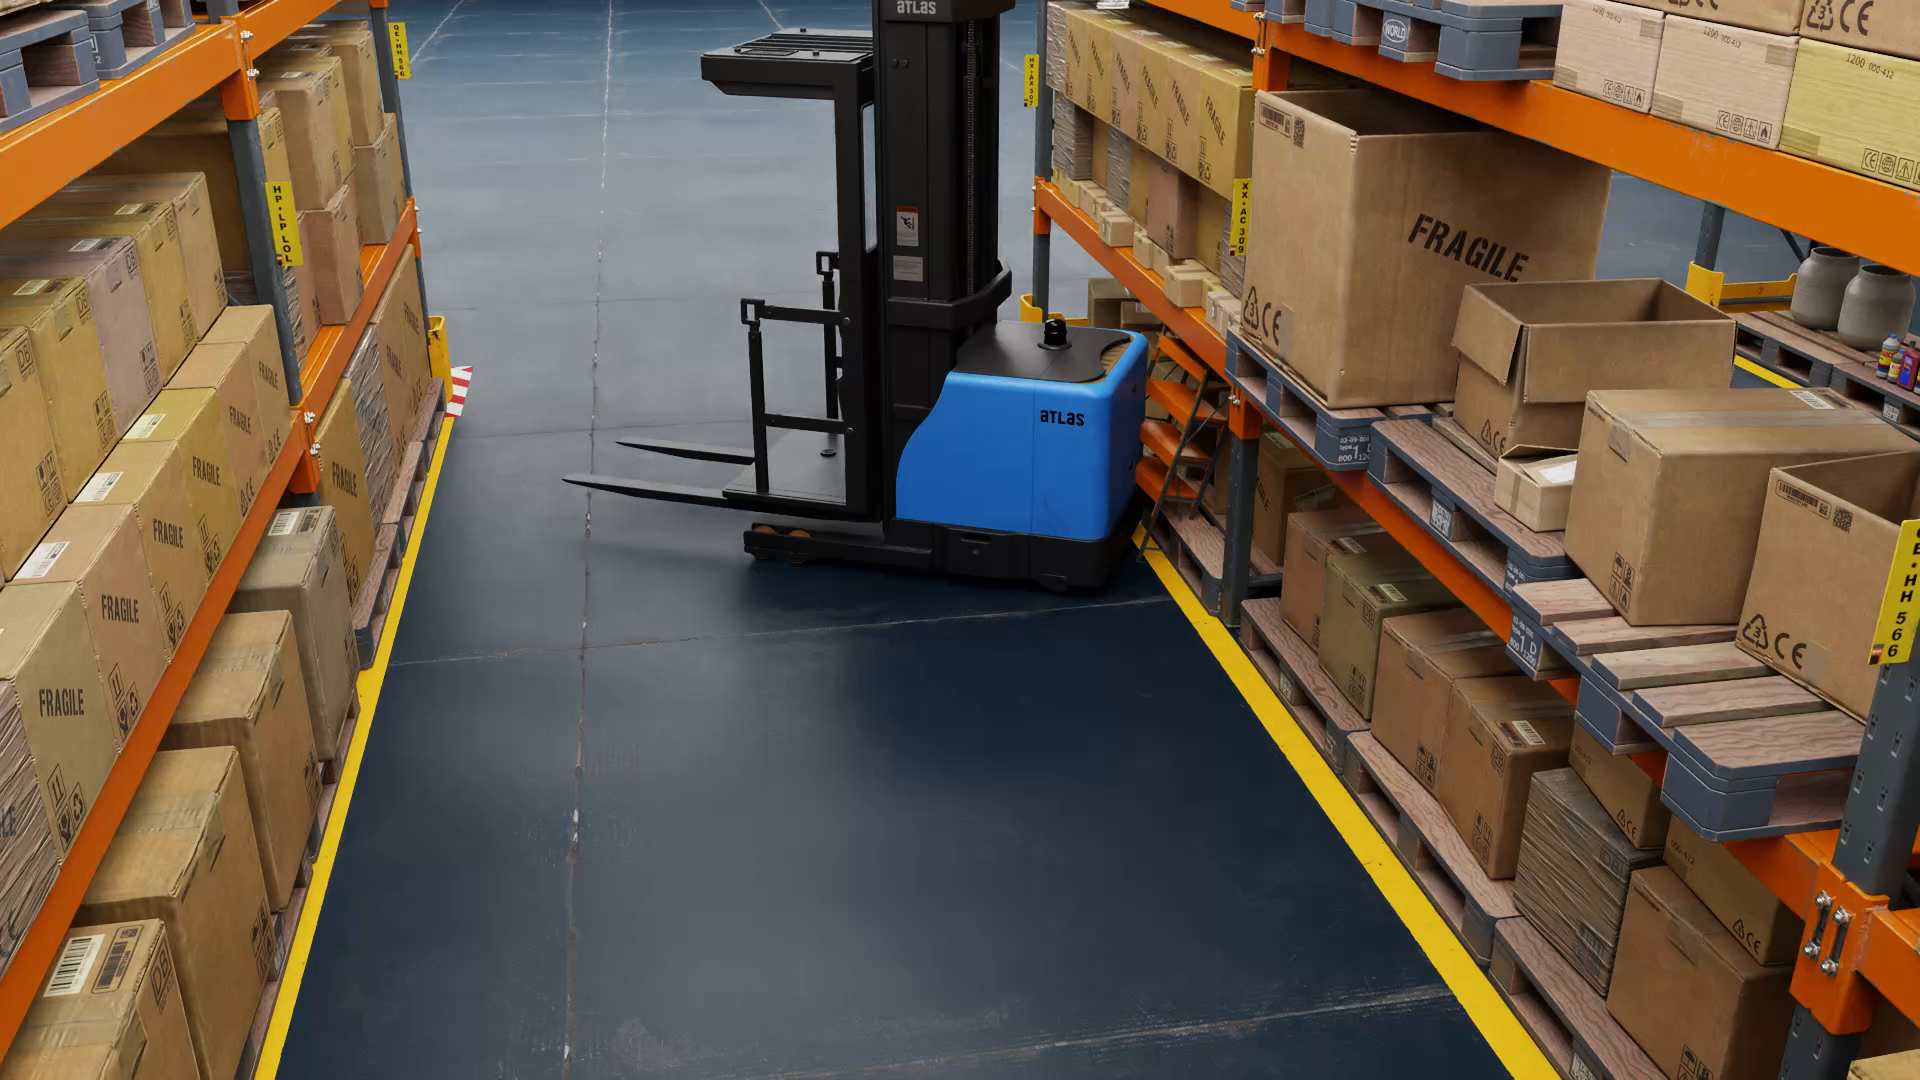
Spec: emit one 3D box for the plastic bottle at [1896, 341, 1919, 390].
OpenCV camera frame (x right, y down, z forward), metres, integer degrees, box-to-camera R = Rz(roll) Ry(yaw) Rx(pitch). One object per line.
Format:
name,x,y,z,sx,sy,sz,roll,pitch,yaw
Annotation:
plastic bottle,5.914,-1.085,10.332,0.061,0.283,0.133,-4,24,-9

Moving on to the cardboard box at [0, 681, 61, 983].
cardboard box,-2.238,0.643,3.405,0.500,0.500,0.500,-4,24,-9

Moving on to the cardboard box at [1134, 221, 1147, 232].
cardboard box,1.170,-1.658,9.112,0.380,0.149,0.250,-4,24,-10

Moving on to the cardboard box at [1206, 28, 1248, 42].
cardboard box,1.610,-2.441,8.844,0.500,0.500,0.500,-4,24,-10

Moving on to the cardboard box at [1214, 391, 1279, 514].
cardboard box,1.585,-0.447,8.625,0.500,0.500,0.500,3,24,7

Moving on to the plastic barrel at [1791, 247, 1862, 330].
plastic barrel,6.057,-1.754,11.603,0.421,0.512,0.421,0,24,0

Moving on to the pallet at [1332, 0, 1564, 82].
pallet,1.937,-1.645,5.256,1.213,0.211,1.003,-4,24,-10

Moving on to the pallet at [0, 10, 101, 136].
pallet,-2.802,-1.092,3.990,1.003,0.211,1.213,-3,24,-7

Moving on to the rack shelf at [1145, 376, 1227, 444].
rack shelf,1.131,-0.655,8.428,0.258,0.148,0.480,6,26,-27

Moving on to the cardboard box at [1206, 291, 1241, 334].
cardboard box,1.367,-1.062,7.748,0.380,0.149,0.250,-4,24,-10

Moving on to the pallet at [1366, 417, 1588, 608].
pallet,2.066,-0.130,5.539,1.003,0.211,1.213,-4,24,-10

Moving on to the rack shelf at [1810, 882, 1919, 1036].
rack shelf,2.842,1.674,2.067,1.077,0.370,4.000,-4,24,-10

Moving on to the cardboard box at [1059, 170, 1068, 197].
cardboard box,0.839,-2.244,10.454,0.380,0.149,0.250,-4,24,-10

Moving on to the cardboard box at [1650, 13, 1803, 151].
cardboard box,2.038,-1.111,3.985,0.500,0.250,0.500,-4,24,-10

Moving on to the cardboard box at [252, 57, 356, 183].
cardboard box,-3.481,-2.037,8.130,0.875,0.550,0.500,-4,24,-10

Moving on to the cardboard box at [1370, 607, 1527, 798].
cardboard box,1.999,0.581,6.246,0.700,0.500,0.500,-6,24,-14

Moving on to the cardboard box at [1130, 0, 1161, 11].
cardboard box,1.338,-3.031,10.196,0.500,0.500,0.500,-4,24,-10

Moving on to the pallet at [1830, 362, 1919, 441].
pallet,6.288,-0.852,10.437,1.003,0.211,1.213,-4,24,-10

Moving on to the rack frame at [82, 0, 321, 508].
rack frame,-3.160,-0.688,6.577,1.000,3.000,0.127,-4,24,-10

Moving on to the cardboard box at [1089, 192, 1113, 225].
cardboard box,0.976,-1.949,9.778,0.380,0.149,0.250,-4,24,-10

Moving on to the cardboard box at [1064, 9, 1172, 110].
cardboard box,0.912,-2.795,9.657,0.500,0.500,0.500,-4,24,-10

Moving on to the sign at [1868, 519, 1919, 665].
sign,1.941,0.108,3.408,0.100,0.325,0.005,-4,24,-10

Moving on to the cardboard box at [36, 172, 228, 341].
cardboard box,-3.063,-0.997,5.911,0.700,0.500,0.500,-5,24,-11

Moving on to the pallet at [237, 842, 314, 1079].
pallet,-2.715,1.369,5.352,1.003,0.211,1.213,-4,24,-10

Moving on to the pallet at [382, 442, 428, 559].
pallet,-3.453,-0.196,8.935,1.003,0.211,1.213,-4,24,-10

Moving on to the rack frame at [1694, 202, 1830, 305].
rack frame,5.861,-2.955,11.769,1.000,3.000,0.127,-4,24,-10

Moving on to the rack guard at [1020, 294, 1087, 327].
rack guard,1.007,-1.413,11.361,1.175,0.500,0.348,-4,24,-10

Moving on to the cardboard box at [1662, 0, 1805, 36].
cardboard box,2.033,-1.461,3.851,0.500,0.500,0.500,-4,24,-10

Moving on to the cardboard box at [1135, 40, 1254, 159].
cardboard box,1.194,-2.206,8.306,0.500,0.500,0.500,-4,24,-10

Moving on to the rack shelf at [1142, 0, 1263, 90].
rack shelf,1.363,-2.847,8.672,1.077,0.370,4.000,-4,24,-10

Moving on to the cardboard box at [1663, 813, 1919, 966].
cardboard box,2.319,0.897,4.585,0.500,0.250,0.500,-3,24,-8

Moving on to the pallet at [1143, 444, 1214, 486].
pallet,1.345,-0.480,9.585,1.003,0.211,1.213,-4,24,-10

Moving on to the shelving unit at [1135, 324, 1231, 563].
shelving unit,1.086,-0.518,8.488,0.258,1.200,0.503,6,26,-27

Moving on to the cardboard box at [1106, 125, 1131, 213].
cardboard box,1.328,-2.165,9.462,0.875,0.500,0.500,-4,24,-10

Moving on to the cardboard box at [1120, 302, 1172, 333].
cardboard box,1.236,-1.156,10.248,0.500,0.500,0.500,2,24,4

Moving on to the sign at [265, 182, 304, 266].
sign,-2.629,-1.226,6.462,0.100,0.325,0.005,-4,24,-10

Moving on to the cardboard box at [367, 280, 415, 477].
cardboard box,-3.545,-0.872,9.129,0.875,0.875,0.875,-5,24,-11

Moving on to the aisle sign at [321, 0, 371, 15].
aisle sign,-3.618,-3.503,9.774,0.394,0.787,0.004,-4,24,-10

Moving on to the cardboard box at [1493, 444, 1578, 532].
cardboard box,1.899,-0.209,5.123,0.396,0.266,0.258,-5,24,-11

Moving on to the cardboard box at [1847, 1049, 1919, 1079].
cardboard box,2.580,1.612,3.441,1.225,0.875,0.875,-5,24,-12

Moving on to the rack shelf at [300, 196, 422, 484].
rack shelf,-3.530,-1.145,8.523,1.077,0.370,4.000,-4,24,-10

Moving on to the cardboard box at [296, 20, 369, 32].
cardboard box,-3.870,-2.676,9.593,0.875,0.550,0.550,-4,24,-10

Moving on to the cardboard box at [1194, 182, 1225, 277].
cardboard box,1.652,-1.578,8.119,0.875,0.500,0.500,-4,24,-10

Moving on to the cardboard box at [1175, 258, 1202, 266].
cardboard box,1.308,-1.363,8.437,0.380,0.149,0.250,-4,24,-10

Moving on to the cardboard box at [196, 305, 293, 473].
cardboard box,-2.801,-0.548,6.133,0.500,0.500,0.500,-4,24,-10

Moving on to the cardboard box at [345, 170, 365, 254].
cardboard box,-3.684,-1.743,8.806,0.875,0.550,0.550,-4,24,-10

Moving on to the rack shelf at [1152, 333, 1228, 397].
rack shelf,1.200,-0.863,8.337,0.258,0.148,0.480,6,26,-27

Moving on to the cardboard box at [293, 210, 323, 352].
cardboard box,-3.364,-1.116,7.369,0.875,0.550,0.550,-4,24,-10

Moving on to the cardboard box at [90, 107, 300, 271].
cardboard box,-3.195,-1.399,6.669,0.875,0.550,0.550,-4,24,-10

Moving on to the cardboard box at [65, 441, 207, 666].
cardboard box,-2.518,0.049,4.766,0.500,0.500,0.500,-5,24,-10

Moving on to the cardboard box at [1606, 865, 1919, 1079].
cardboard box,2.329,1.240,4.737,0.700,0.500,0.500,-6,24,-13

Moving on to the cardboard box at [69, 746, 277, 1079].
cardboard box,-2.610,1.134,4.692,1.050,0.750,0.750,-4,24,-9

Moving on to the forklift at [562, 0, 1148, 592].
forklift,-0.600,-1.417,8.332,3.031,2.935,1.130,7,25,16

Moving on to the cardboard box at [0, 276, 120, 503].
cardboard box,-2.781,-0.397,4.538,0.700,0.500,0.500,-5,24,-10

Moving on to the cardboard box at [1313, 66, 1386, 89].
cardboard box,1.899,-1.851,7.495,0.500,0.500,0.500,-4,24,-10
